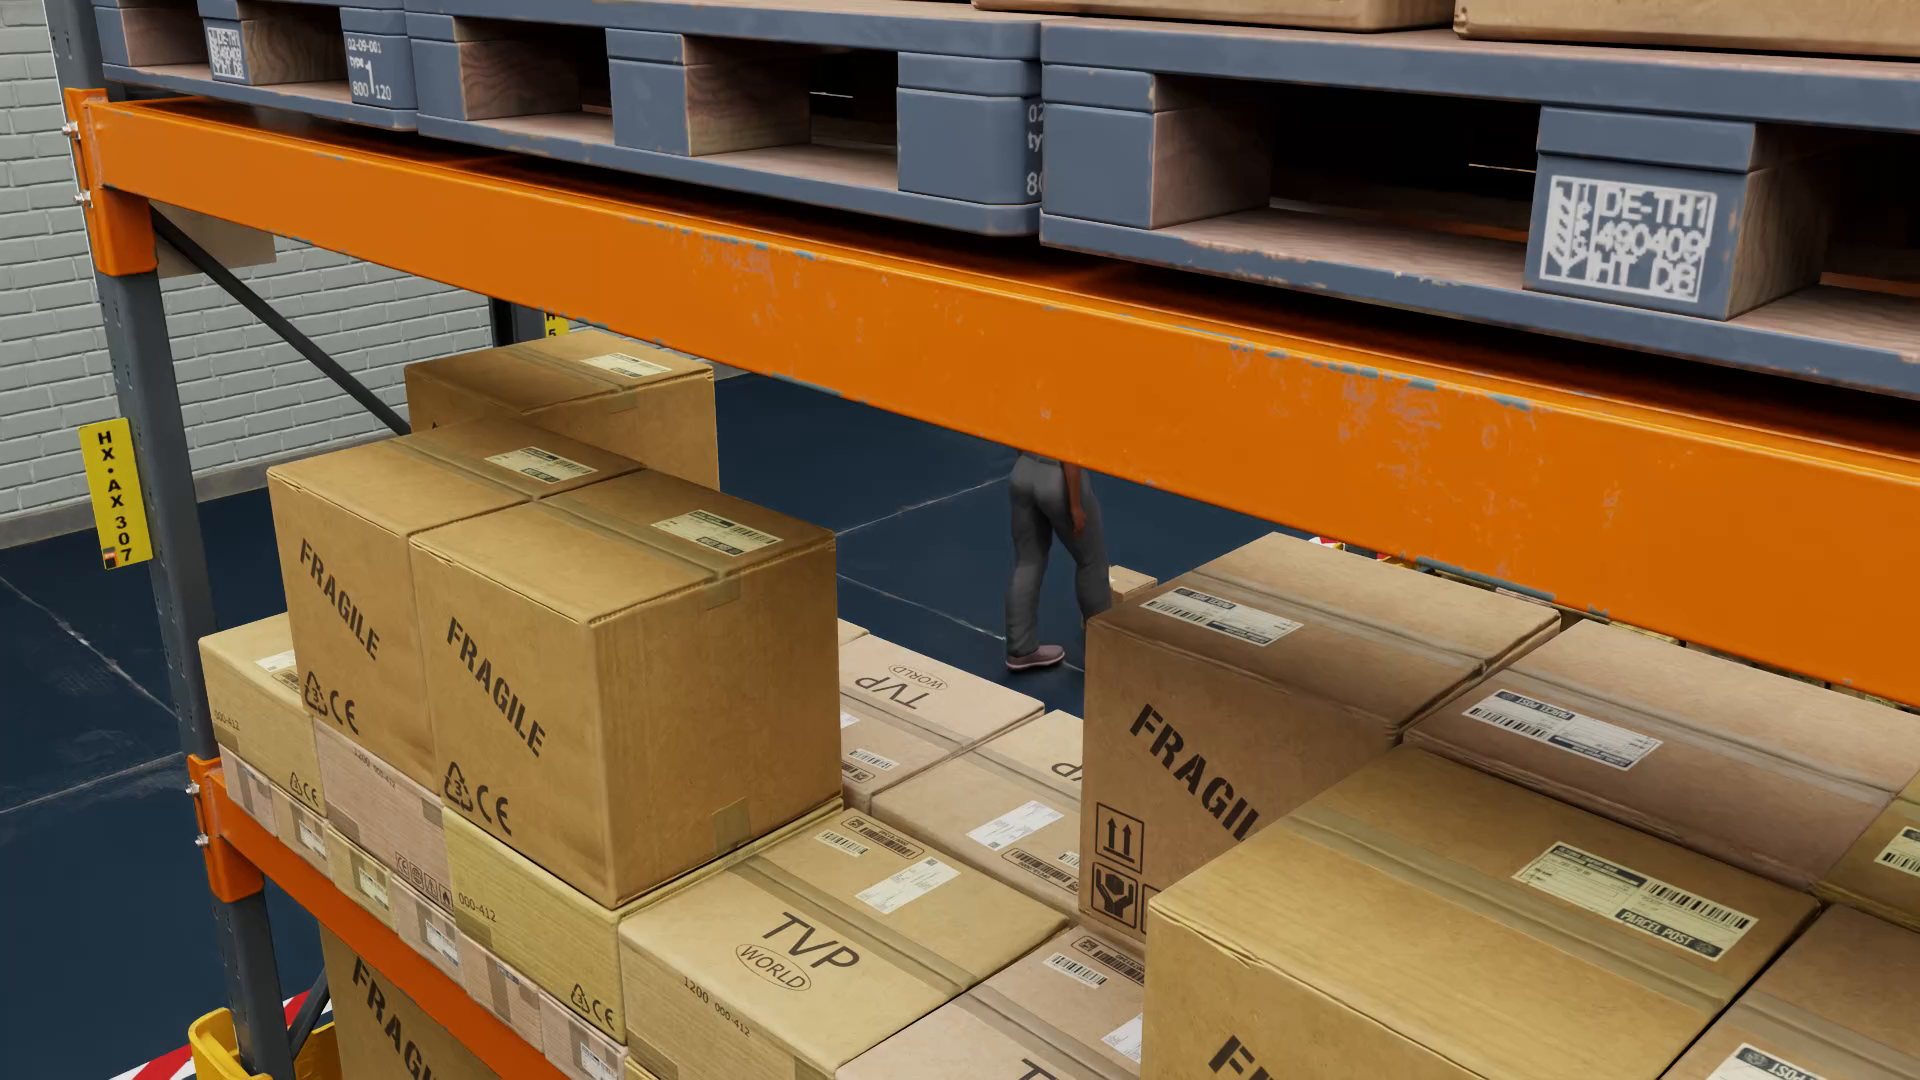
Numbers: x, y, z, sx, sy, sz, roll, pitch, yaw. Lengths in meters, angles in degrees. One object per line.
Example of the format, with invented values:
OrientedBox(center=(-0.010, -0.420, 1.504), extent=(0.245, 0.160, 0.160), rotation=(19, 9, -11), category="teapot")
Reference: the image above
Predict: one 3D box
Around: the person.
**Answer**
OrientedBox(center=(0.498, -0.254, 7.237), extent=(0.666, 1.647, 0.450), rotation=(-17, 27, -38), category="person")
